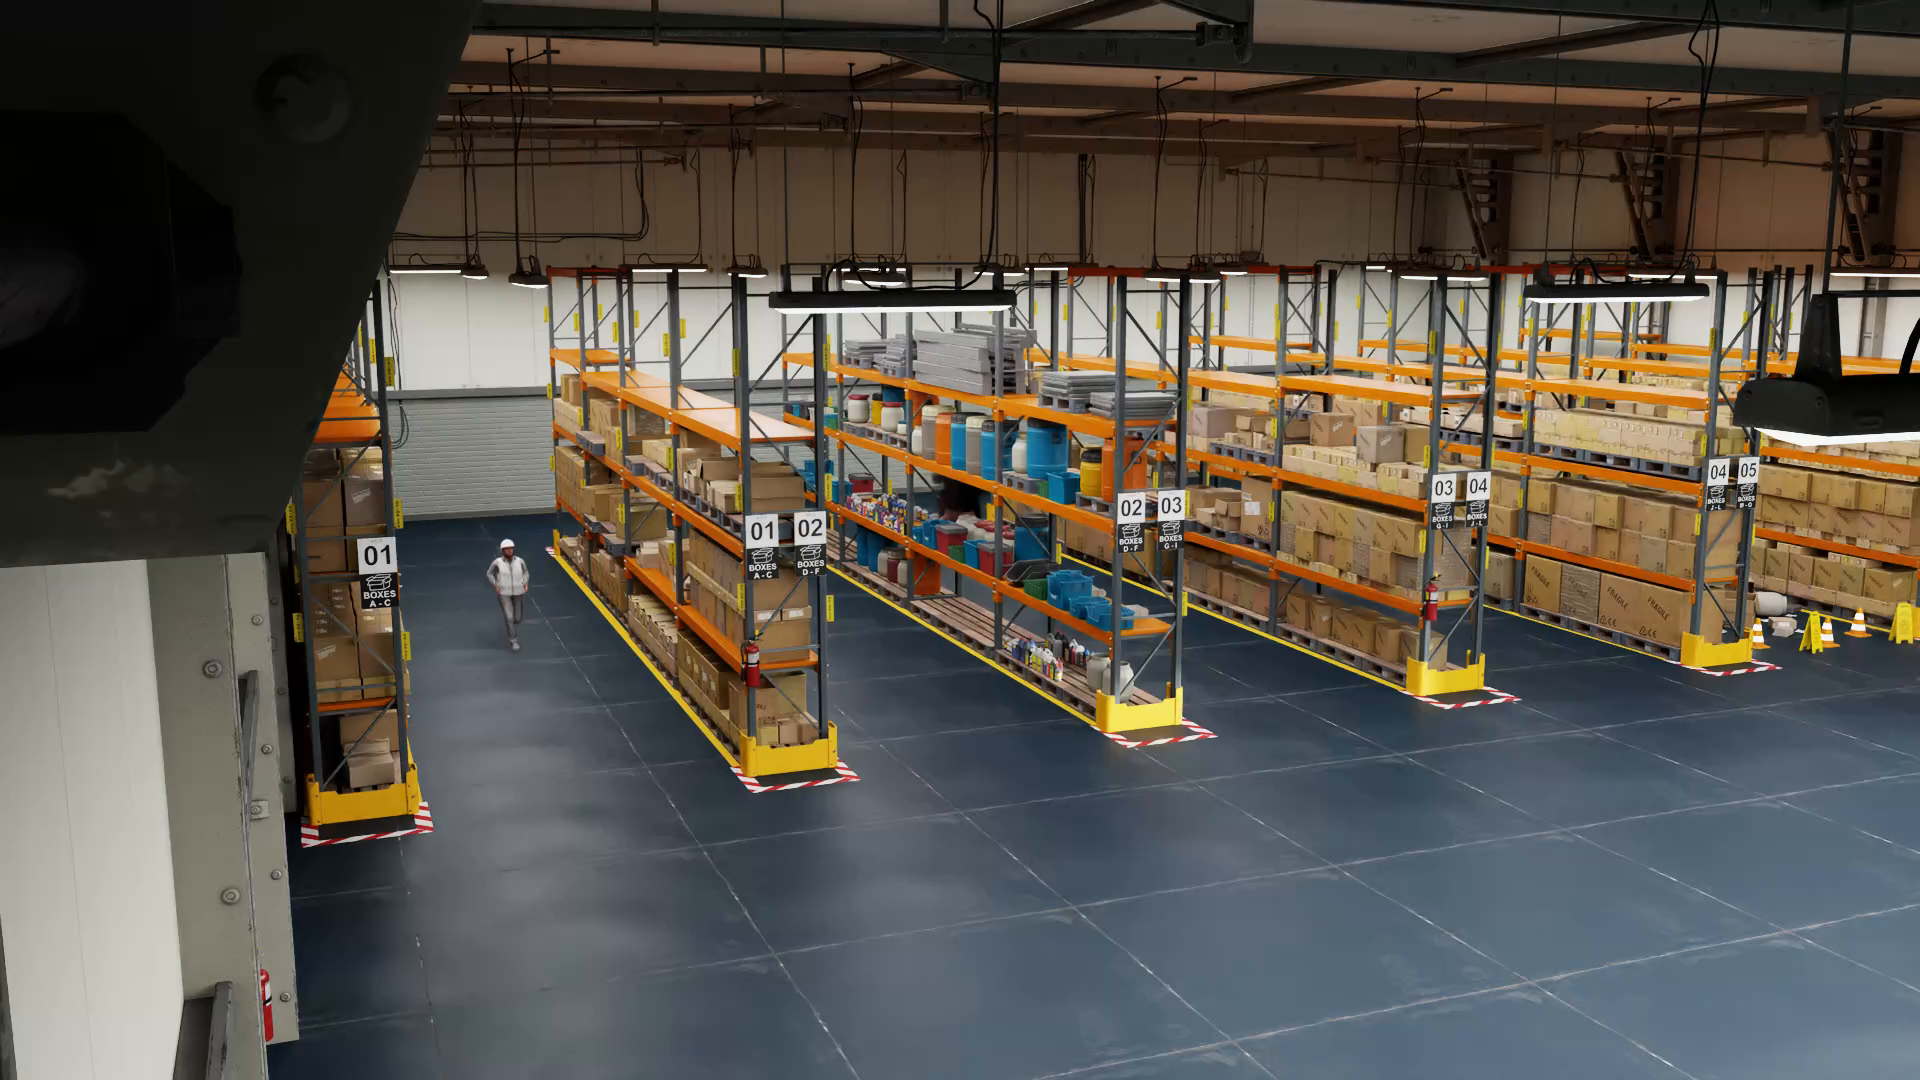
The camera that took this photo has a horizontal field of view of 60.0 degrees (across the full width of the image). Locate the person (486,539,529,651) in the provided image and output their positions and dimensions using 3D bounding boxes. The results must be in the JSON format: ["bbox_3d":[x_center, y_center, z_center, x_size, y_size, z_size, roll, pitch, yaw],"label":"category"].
[{"bbox_3d":[-7.252,0.859,26.764,0.662,1.760,0.805,-5,11,-28],"label":"person"}]

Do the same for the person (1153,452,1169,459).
[{"bbox_3d":[4.910,-1.705,41.283,0.962,1.720,0.713,-2,10,-13],"label":"person"}]
